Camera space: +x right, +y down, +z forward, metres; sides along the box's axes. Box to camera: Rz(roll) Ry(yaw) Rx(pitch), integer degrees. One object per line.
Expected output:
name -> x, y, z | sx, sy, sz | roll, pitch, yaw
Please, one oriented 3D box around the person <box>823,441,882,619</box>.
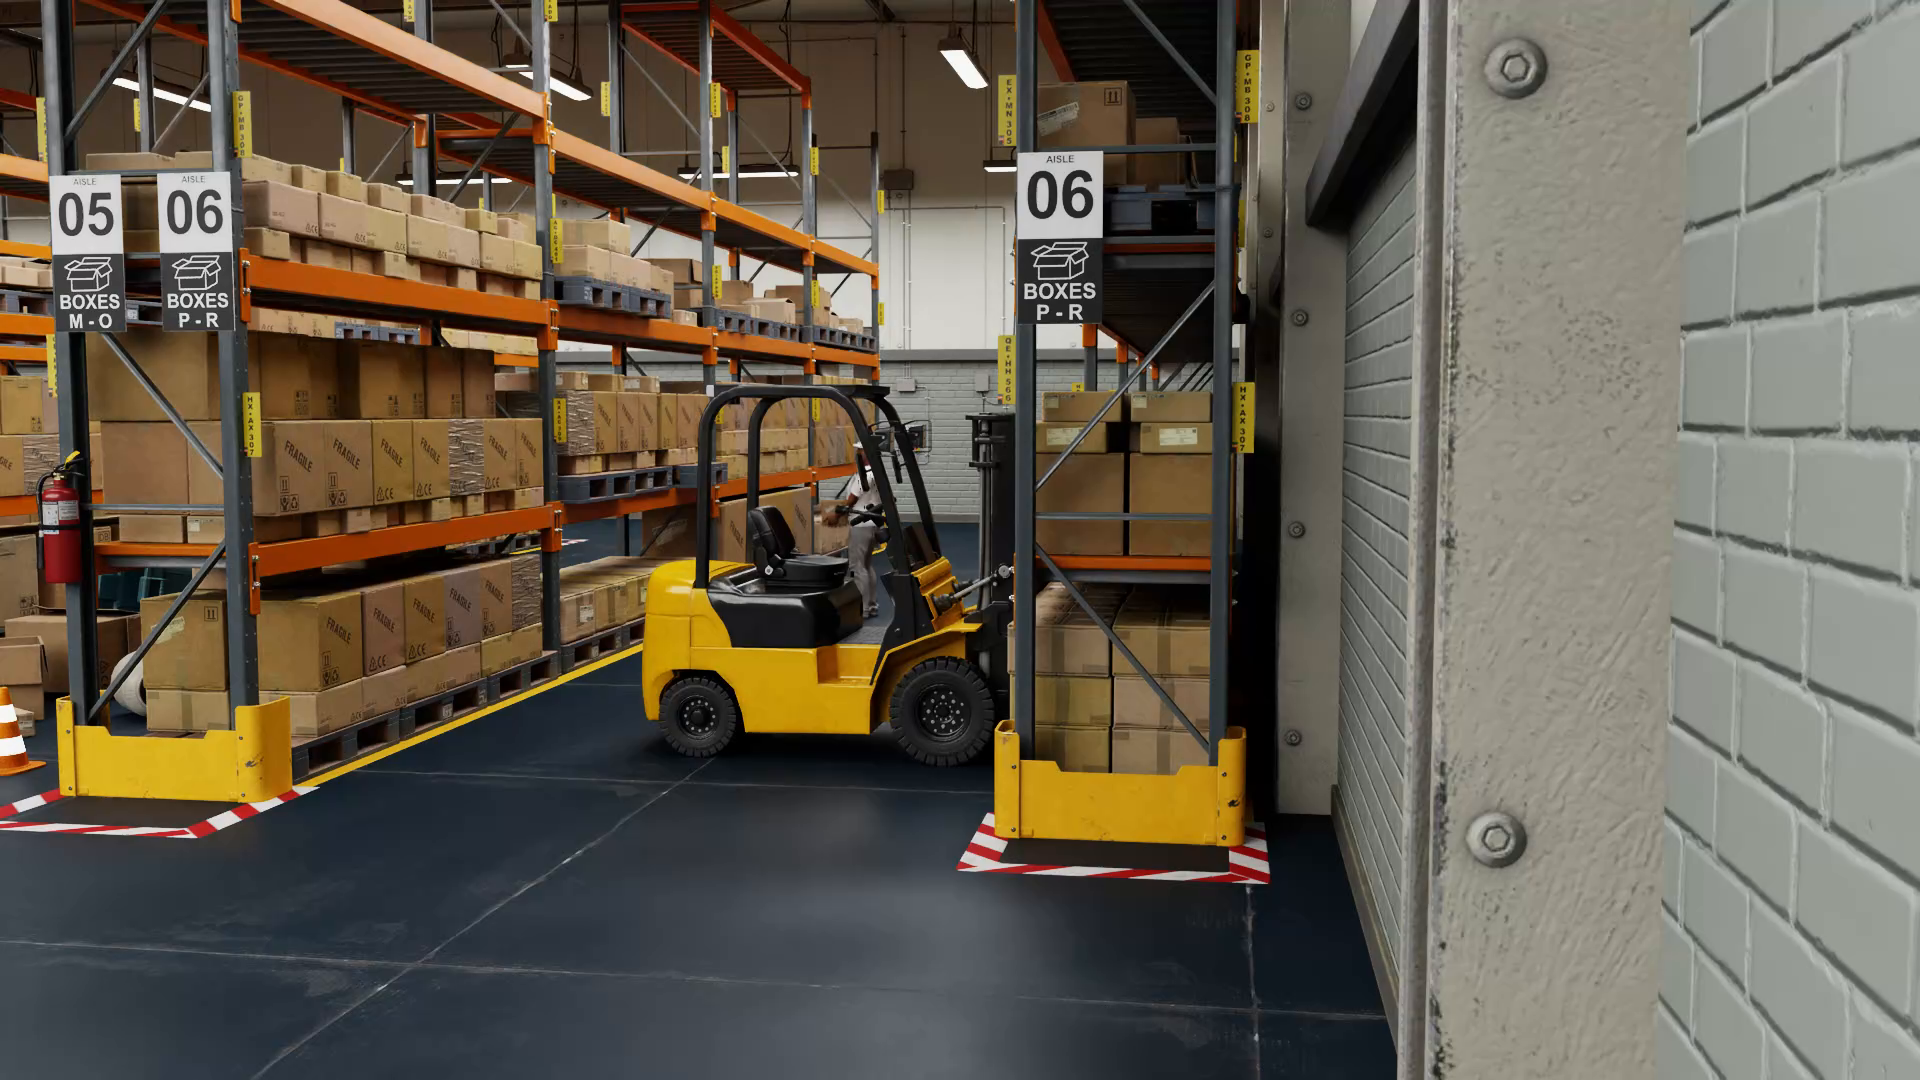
person -> -1.024, -0.131, 16.182 | 0.575, 1.767, 0.510 | 1, 5, 10
